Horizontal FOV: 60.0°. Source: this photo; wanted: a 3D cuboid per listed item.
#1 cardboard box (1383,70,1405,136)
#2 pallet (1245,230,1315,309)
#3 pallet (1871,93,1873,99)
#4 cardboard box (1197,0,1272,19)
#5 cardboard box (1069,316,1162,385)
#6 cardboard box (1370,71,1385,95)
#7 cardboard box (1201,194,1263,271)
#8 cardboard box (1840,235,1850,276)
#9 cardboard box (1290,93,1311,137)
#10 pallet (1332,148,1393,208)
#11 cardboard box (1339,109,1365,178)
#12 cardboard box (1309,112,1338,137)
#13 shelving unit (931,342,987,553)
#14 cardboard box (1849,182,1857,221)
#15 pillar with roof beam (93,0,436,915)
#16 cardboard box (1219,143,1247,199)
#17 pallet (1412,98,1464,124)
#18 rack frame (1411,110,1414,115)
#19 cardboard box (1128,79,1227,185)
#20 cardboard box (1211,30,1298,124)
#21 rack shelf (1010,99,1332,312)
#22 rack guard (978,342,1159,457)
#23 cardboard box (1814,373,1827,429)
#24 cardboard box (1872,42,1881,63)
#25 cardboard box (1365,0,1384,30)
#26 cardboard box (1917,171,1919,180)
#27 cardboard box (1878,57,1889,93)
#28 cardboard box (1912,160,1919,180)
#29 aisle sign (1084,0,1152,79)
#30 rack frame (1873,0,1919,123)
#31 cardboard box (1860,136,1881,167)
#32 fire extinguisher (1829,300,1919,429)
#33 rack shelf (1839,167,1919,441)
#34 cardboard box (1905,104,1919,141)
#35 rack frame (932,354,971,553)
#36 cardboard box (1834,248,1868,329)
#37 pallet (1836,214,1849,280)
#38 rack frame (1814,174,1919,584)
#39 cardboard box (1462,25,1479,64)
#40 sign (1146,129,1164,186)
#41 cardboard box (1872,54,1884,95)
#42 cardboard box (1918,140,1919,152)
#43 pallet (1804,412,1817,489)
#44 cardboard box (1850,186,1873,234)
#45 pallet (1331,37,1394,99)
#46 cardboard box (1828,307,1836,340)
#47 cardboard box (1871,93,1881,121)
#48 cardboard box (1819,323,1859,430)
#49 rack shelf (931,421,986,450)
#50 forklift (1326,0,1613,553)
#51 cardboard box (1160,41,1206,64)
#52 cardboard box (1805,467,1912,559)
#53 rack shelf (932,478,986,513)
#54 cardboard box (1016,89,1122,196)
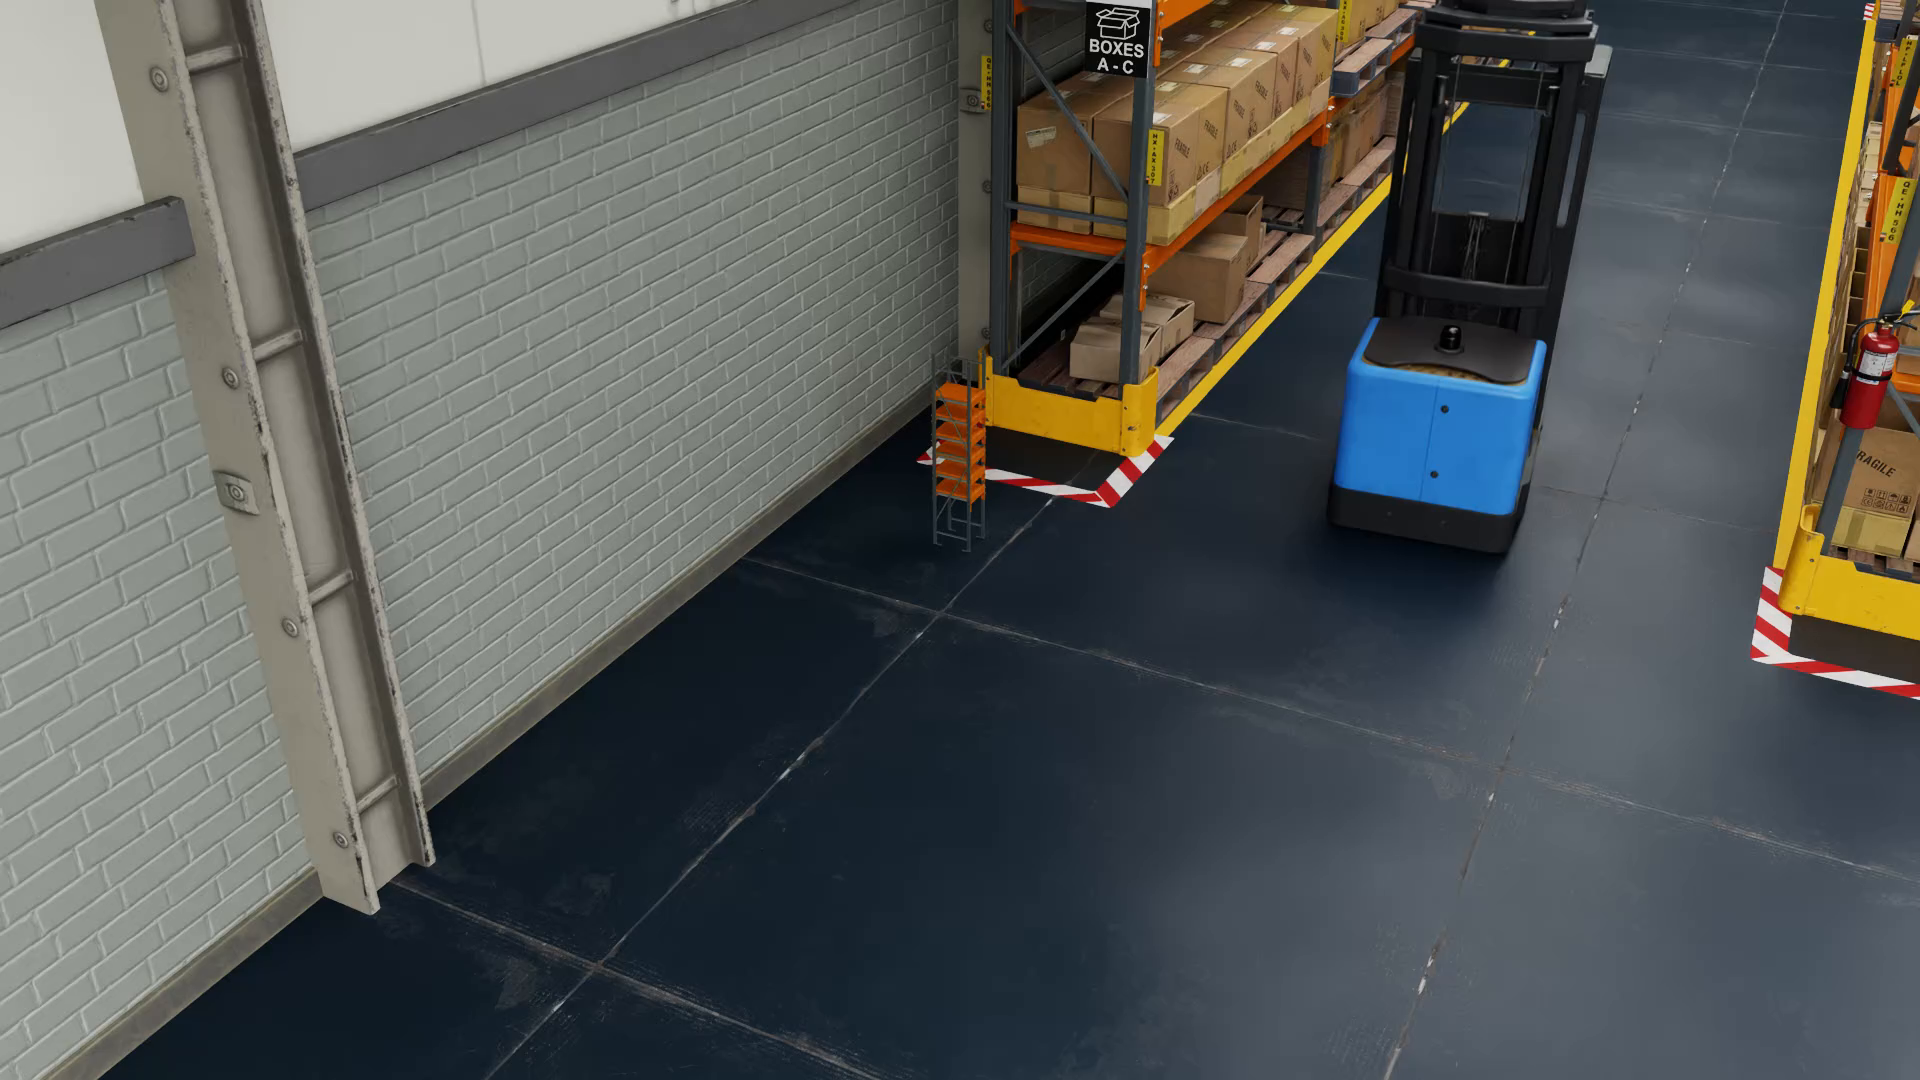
[{"bbox_3d":[4.024,-4.319,16.327,0.700,0.500,0.500,15,33,24],"label":"cardboard box"},{"bbox_3d":[2.209,-2.255,13.464,1.003,0.211,1.213,14,33,23],"label":"pallet"},{"bbox_3d":[10.202,-4.615,17.576,1.003,0.211,1.213,14,33,23],"label":"pallet"},{"bbox_3d":[2.083,-3.877,12.867,0.500,0.500,0.500,14,33,22],"label":"cardboard box"},{"bbox_3d":[1.056,-1.307,11.273,0.500,0.311,0.500,11,32,18],"label":"cardboard box"},{"bbox_3d":[3.708,-4.405,15.725,0.500,0.250,0.500,15,33,24],"label":"cardboard box"},{"bbox_3d":[2.046,-2.407,12.998,0.500,0.500,0.500,12,32,20],"label":"cardboard box"},{"bbox_3d":[7.058,-2.111,12.753,0.500,0.250,0.500,14,33,23],"label":"cardboard box"},{"bbox_3d":[2.303,-3.215,12.468,0.500,0.250,0.500,14,33,23],"label":"cardboard box"},{"bbox_3d":[3.391,-3.449,15.544,1.003,0.211,1.213,14,33,23],"label":"pallet"},{"bbox_3d":[3.263,-3.664,15.187,0.700,0.500,0.500,15,33,24],"label":"cardboard box"},{"bbox_3d":[3.001,-3.728,14.544,0.500,0.250,0.500,14,33,22],"label":"cardboard box"},{"bbox_3d":[-0.007,-0.514,9.440,0.258,1.200,0.189,14,33,23],"label":"shelving unit"},{"bbox_3d":[7.757,-2.790,13.936,0.500,0.250,0.500,13,32,22],"label":"cardboard box"},{"bbox_3d":[1.309,-1.468,3.270,9.100,9.000,0.400,14,33,23],"label":"pillar with roof beam"},{"bbox_3d":[1.627,-2.542,11.295,0.500,0.250,0.500,14,33,23],"label":"cardboard box"},{"bbox_3d":[4.732,-4.666,17.663,1.003,0.211,1.213,14,33,23],"label":"pallet"},{"bbox_3d":[4.305,-5.543,16.390,1.000,3.000,0.127,14,33,23],"label":"rack frame"},{"bbox_3d":[1.380,-2.625,10.687,0.500,0.500,0.500,14,33,23],"label":"cardboard box"},{"bbox_3d":[2.082,-3.315,11.889,0.500,0.500,0.500,13,32,22],"label":"cardboard box"},{"bbox_3d":[1.572,-2.571,11.937,1.077,0.370,4.000,14,33,23],"label":"rack shelf"},{"bbox_3d":[0.696,-0.946,10.895,1.175,0.500,0.348,14,33,23],"label":"rack guard"},{"bbox_3d":[5.726,-0.836,10.534,0.500,0.250,0.500,14,33,23],"label":"cardboard box"},{"bbox_3d":[10.546,-5.618,18.589,0.500,0.500,0.500,14,33,23],"label":"cardboard box"},{"bbox_3d":[3.278,-4.767,14.496,0.700,0.500,0.500,19,35,30],"label":"cardboard box"},{"bbox_3d":[5.782,-2.100,9.642,0.380,0.149,0.250,14,33,23],"label":"cardboard box"},{"bbox_3d":[8.956,-4.346,15.622,0.500,0.250,0.500,16,33,25],"label":"cardboard box"},{"bbox_3d":[6.464,-2.257,10.568,0.700,0.500,0.500,14,33,23],"label":"cardboard box"},{"bbox_3d":[0.895,-3.024,9.393,0.394,0.787,0.004,14,33,23],"label":"aisle sign"},{"bbox_3d":[8.717,-4.421,14.436,1.000,3.000,0.127,14,33,23],"label":"rack frame"},{"bbox_3d":[7.985,-3.253,14.179,0.500,0.311,0.500,13,33,22],"label":"cardboard box"},{"bbox_3d":[4.605,-0.894,8.372,0.296,0.674,0.183,14,33,23],"label":"fire extinguisher"},{"bbox_3d":[5.984,-1.449,9.983,1.077,0.370,4.000,14,33,23],"label":"rack shelf"},{"bbox_3d":[7.132,-3.021,12.133,0.396,0.266,0.258,13,33,22],"label":"cardboard box"},{"bbox_3d":[-0.048,-0.473,9.369,0.240,1.200,0.006,14,33,23],"label":"rack frame"},{"bbox_3d":[6.184,-1.604,11.118,0.500,0.500,0.500,14,33,23],"label":"cardboard box"},{"bbox_3d":[7.750,-2.317,13.572,1.003,0.211,1.213,14,33,23],"label":"pallet"},{"bbox_3d":[5.073,-0.874,8.260,1.000,3.000,0.127,14,33,23],"label":"rack frame"},{"bbox_3d":[5.162,-5.476,18.010,0.750,0.750,0.750,14,33,23],"label":"cardboard box"},{"bbox_3d":[1.144,-2.249,9.784,0.100,0.325,0.005,14,33,23],"label":"sign"},{"bbox_3d":[9.634,-4.683,16.961,0.500,0.500,0.500,15,33,24],"label":"cardboard box"},{"bbox_3d":[6.136,-2.444,10.242,0.380,0.149,0.250,13,32,22],"label":"cardboard box"},{"bbox_3d":[5.941,-0.552,10.500,1.003,0.211,1.213,14,33,23],"label":"pallet"},{"bbox_3d":[7.285,-2.578,13.003,0.500,0.311,0.500,14,33,23],"label":"cardboard box"},{"bbox_3d":[2.961,-3.992,13.882,1.003,0.211,1.213,14,33,23],"label":"pallet"},{"bbox_3d":[6.414,-1.500,11.690,0.500,0.250,0.500,14,33,23],"label":"cardboard box"},{"bbox_3d":[8.934,-3.995,15.764,0.500,0.500,0.500,16,33,25],"label":"cardboard box"},{"bbox_3d":[5.494,-0.941,9.963,0.500,0.500,0.500,14,33,23],"label":"cardboard box"},{"bbox_3d":[-0.007,-0.579,9.402,0.258,0.103,0.180,14,33,23],"label":"rack shelf"},{"bbox_3d":[3.187,-1.915,10.141,1.130,2.935,3.031,11,32,19],"label":"forklift"},{"bbox_3d":[1.386,-3.197,11.682,0.500,0.500,0.500,15,33,24],"label":"cardboard box"},{"bbox_3d":[5.054,-0.169,9.371,0.500,0.250,0.500,14,33,23],"label":"cardboard box"},{"bbox_3d":[-0.007,-0.267,9.582,0.258,0.103,0.180,14,33,23],"label":"rack shelf"},{"bbox_3d":[0.686,-2.522,10.508,0.500,0.500,0.500,14,33,23],"label":"cardboard box"}]
